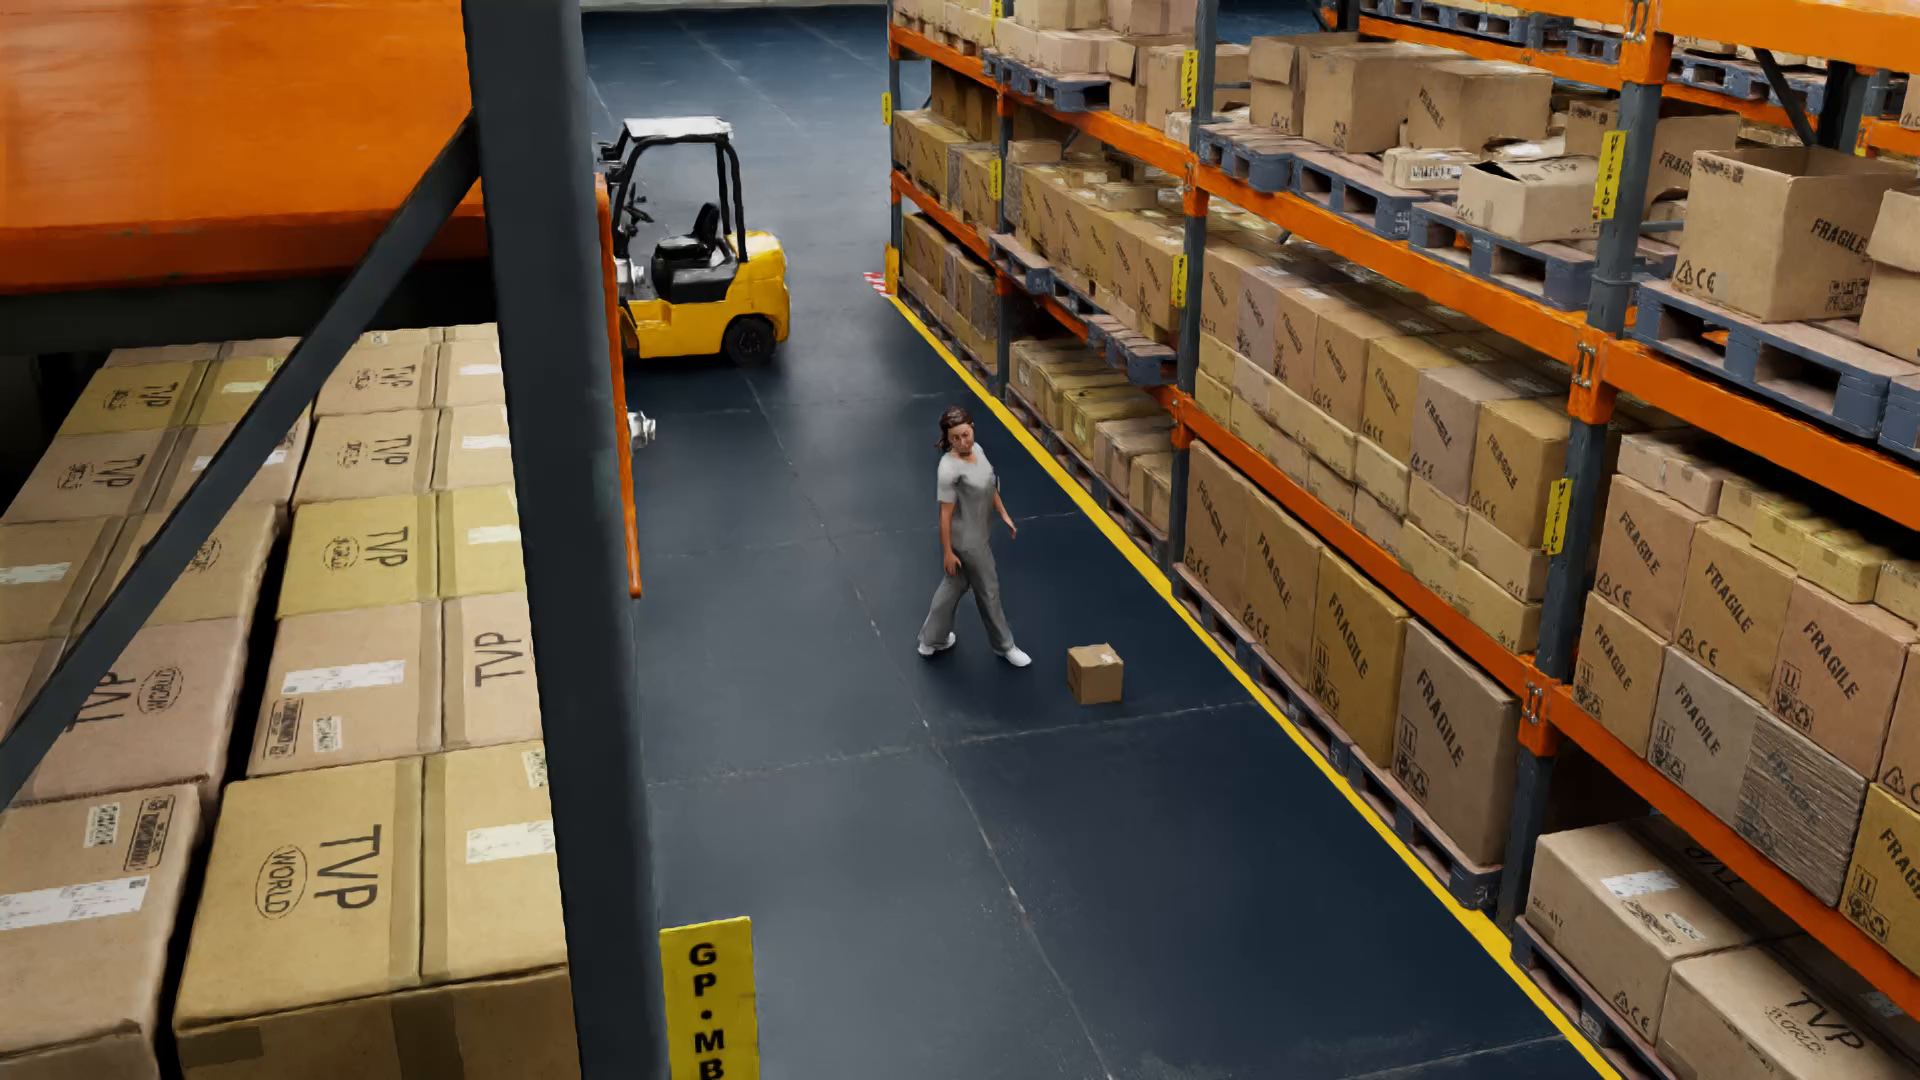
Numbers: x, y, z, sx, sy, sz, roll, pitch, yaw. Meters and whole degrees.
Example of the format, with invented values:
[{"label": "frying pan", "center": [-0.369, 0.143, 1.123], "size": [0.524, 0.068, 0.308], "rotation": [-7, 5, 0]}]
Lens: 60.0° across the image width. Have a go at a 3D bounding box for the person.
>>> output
[{"label": "person", "center": [0.081, 0.000, 9.669], "size": [0.699, 1.600, 0.494], "rotation": [4, 23, 10]}]
